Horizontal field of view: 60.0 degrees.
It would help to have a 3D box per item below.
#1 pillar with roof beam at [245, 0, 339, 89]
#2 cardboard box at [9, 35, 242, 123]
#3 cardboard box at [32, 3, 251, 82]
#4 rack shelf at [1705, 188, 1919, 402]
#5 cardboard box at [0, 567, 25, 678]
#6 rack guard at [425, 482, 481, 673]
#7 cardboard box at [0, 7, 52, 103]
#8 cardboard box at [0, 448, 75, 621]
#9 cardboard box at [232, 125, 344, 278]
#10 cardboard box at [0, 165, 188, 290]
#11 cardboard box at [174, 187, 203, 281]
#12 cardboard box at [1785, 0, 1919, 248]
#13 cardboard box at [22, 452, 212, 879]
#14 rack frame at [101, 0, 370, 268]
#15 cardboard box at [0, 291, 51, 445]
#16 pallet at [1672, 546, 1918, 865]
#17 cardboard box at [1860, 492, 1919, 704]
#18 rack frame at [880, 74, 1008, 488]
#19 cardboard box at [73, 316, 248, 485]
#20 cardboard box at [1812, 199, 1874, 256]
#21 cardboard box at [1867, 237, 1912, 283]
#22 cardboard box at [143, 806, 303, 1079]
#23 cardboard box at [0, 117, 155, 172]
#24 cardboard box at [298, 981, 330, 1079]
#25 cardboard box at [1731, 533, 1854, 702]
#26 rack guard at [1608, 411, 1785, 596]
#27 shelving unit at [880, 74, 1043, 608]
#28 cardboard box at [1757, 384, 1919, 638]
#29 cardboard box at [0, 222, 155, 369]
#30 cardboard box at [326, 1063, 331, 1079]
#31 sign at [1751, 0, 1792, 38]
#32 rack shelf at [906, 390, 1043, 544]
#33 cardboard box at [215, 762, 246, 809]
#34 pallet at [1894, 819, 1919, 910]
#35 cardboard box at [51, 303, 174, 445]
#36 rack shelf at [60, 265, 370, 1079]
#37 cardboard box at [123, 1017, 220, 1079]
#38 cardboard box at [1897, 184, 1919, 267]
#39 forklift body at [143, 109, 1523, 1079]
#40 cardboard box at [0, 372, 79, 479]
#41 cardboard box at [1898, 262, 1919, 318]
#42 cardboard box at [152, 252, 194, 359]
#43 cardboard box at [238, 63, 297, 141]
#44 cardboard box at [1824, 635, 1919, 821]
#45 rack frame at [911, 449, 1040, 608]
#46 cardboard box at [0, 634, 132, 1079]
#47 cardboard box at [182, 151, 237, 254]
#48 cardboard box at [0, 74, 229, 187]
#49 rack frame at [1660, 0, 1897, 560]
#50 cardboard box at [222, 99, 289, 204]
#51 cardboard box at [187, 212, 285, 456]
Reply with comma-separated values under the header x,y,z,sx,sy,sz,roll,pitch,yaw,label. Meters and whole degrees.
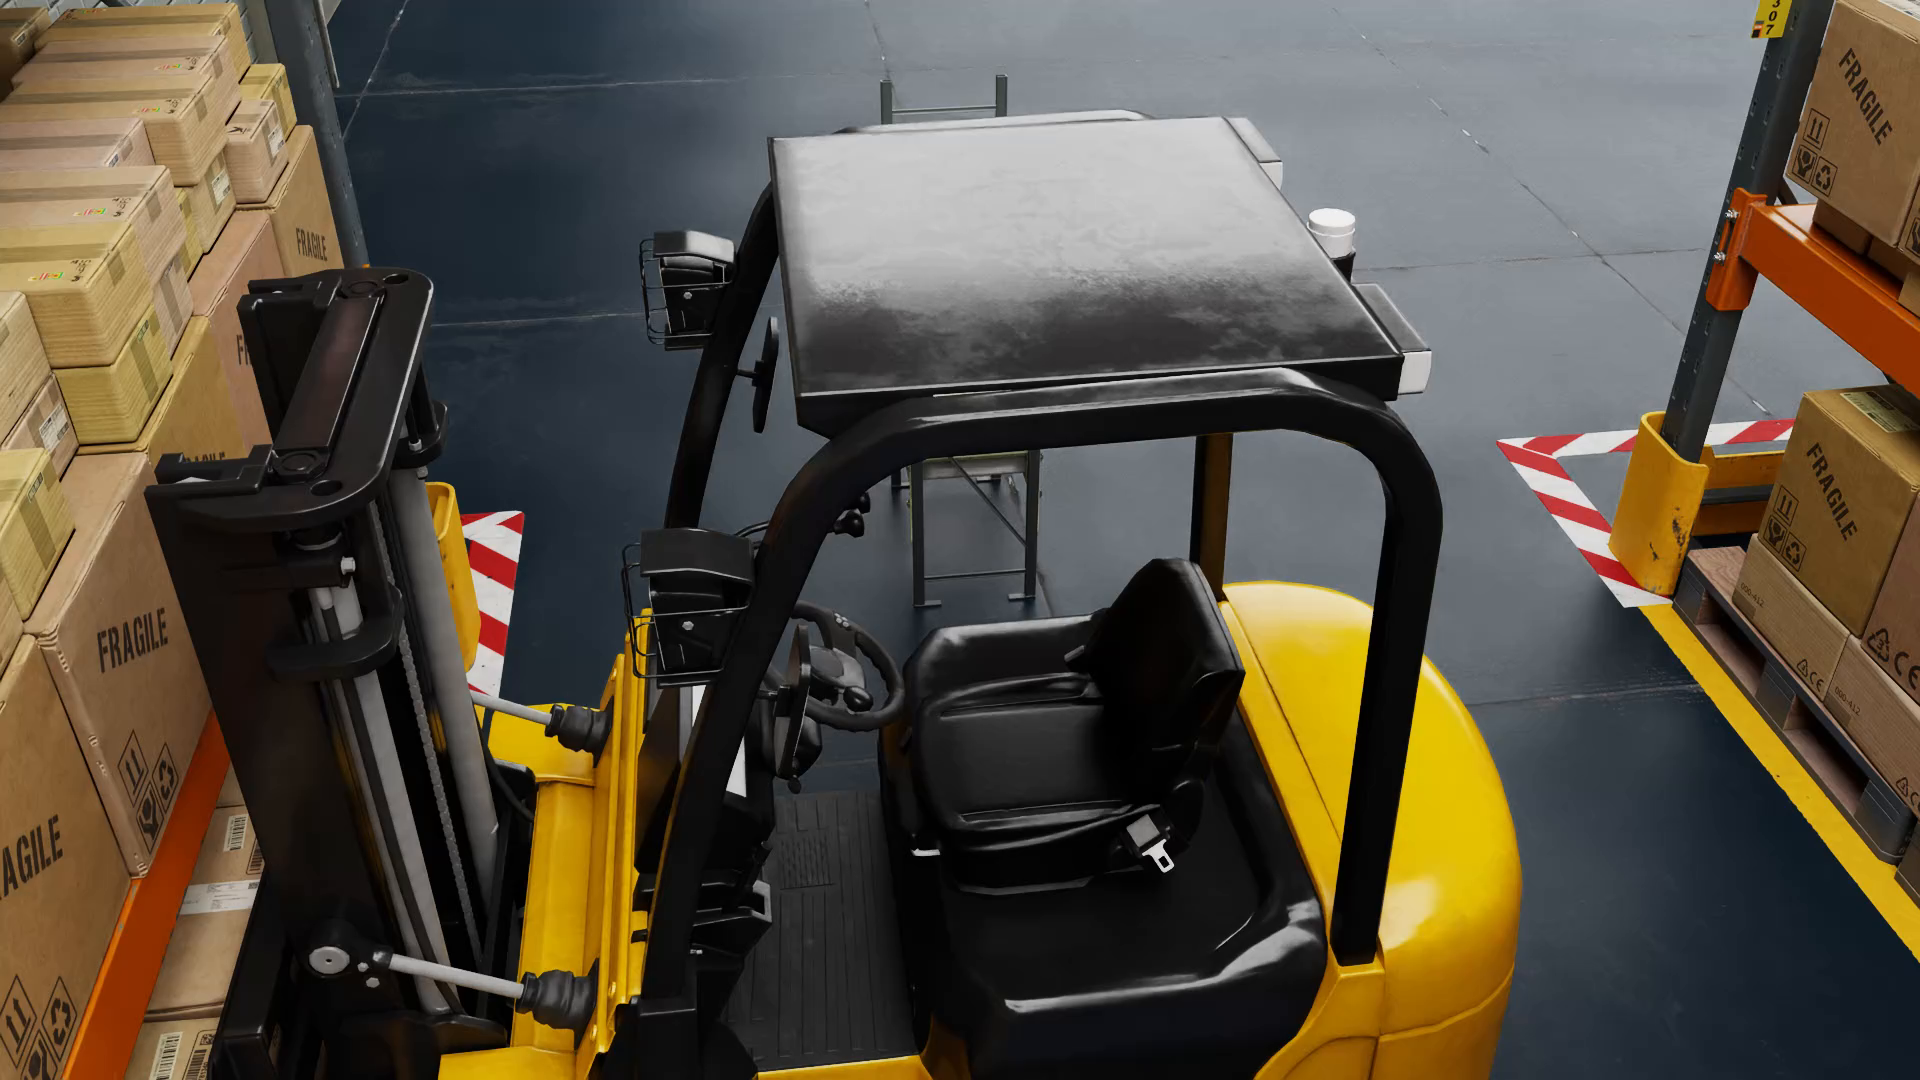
x,y,z,sx,sy,sz,roll,pitch,yaw,label
0.553,-6.552,7.374,9.100,9.000,0.400,-4,35,-6,pillar with roof beam
-1.785,-0.969,3.579,0.380,0.149,0.250,-4,35,-6,cardboard box
-1.849,-1.104,3.778,0.380,0.149,0.250,-4,35,-6,cardboard box
3.081,0.179,3.462,1.077,0.370,4.000,-4,35,-6,rack shelf
-1.494,0.153,2.198,0.380,0.149,0.250,-5,35,-8,cardboard box
-2.109,0.164,5.066,1.175,0.500,0.348,-4,35,-6,rack guard
-2.273,-1.085,3.749,0.380,0.149,0.250,-5,35,-7,cardboard box
-1.539,0.005,2.415,0.380,0.149,0.250,-5,35,-7,cardboard box
-1.780,-0.643,3.940,0.500,0.500,0.500,-5,35,-7,cardboard box
-1.618,-0.544,2.955,0.380,0.149,0.250,-4,34,-5,cardboard box
-1.722,-0.564,3.249,0.380,0.149,0.250,-5,35,-7,cardboard box
2.601,-1.113,4.366,0.500,0.500,0.500,-5,35,-7,cardboard box
-1.571,0.213,2.685,0.500,0.500,0.500,-4,34,-6,cardboard box
-2.106,-0.856,4.342,1.000,3.000,0.127,-4,35,-6,rack frame
-1.637,-0.249,2.523,0.380,0.149,0.250,-4,34,-6,cardboard box
2.896,0.417,4.951,1.003,0.211,1.213,-4,35,-6,pallet
2.725,0.195,4.204,0.500,0.500,0.500,-6,35,-8,cardboard box
-0.050,-0.828,5.633,0.400,1.500,0.023,-4,35,-6,rack frame
-1.650,-0.066,3.095,0.500,0.500,0.500,-5,35,-7,cardboard box
2.653,-0.925,4.667,0.380,0.149,0.250,-4,35,-6,cardboard box
2.701,-0.785,4.461,0.380,0.149,0.250,-4,34,-6,cardboard box
-1.522,0.776,3.129,0.500,0.250,0.500,-5,35,-7,cardboard box
-1.763,-0.681,3.156,0.380,0.149,0.250,-4,34,-6,cardboard box
-1.520,0.995,3.251,0.500,0.250,0.500,-4,35,-7,cardboard box
2.646,0.200,4.862,0.500,0.250,0.500,-5,35,-7,cardboard box
2.822,-0.159,5.539,1.175,0.500,0.348,-4,35,-6,rack guard
-0.001,-0.623,5.333,0.431,1.500,0.755,-4,35,-6,shelving unit
2.650,-0.097,4.631,0.500,0.500,0.500,-5,35,-8,cardboard box
-1.578,-0.400,2.744,0.380,0.149,0.250,-4,34,-5,cardboard box
-1.522,1.191,3.407,0.500,0.250,0.500,-3,34,-5,cardboard box
2.274,-1.551,4.593,0.100,0.325,0.005,-4,35,-6,sign
-0.001,-0.354,5.517,0.431,0.370,0.720,-4,35,-6,rack shelf
-1.583,0.492,3.545,0.500,0.250,0.500,-4,34,-6,cardboard box
3.057,1.096,3.954,1.003,0.211,1.213,-4,35,-6,pallet
-1.585,-0.279,2.831,0.380,0.149,0.250,-4,34,-6,cardboard box
-1.837,0.557,2.907,1.077,0.370,4.000,-4,35,-6,rack shelf
-1.459,1.069,2.698,0.500,0.250,0.500,-3,34,-5,cardboard box
2.674,-0.824,3.943,0.500,0.500,0.500,-3,34,-5,cardboard box
-0.043,0.415,3.231,2.313,2.155,1.214,-4,35,-6,forklift body
-1.641,-0.133,2.617,0.380,0.149,0.250,-5,35,-7,cardboard box
2.656,-0.631,4.235,0.380,0.149,0.250,-5,35,-8,cardboard box
-1.639,-0.419,3.036,0.380,0.149,0.250,-5,35,-8,cardboard box
-1.782,-0.993,3.879,0.380,0.149,0.250,-4,34,-6,cardboard box
2.708,0.485,4.443,0.500,0.250,0.500,-3,34,-5,cardboard box
0.048,-0.419,5.033,0.400,1.500,0.023,-4,35,-6,rack frame
-1.525,0.496,2.270,0.500,0.500,0.500,-5,35,-7,cardboard box
-1.744,-0.703,3.454,0.380,0.149,0.250,-4,34,-5,cardboard box
-1.723,-0.825,3.368,0.380,0.149,0.250,-4,34,-5,cardboard box
2.812,-1.234,4.897,1.000,3.000,0.127,-4,35,-6,rack frame
-1.718,-0.853,3.673,0.380,0.149,0.250,-4,34,-6,cardboard box
-1.719,-0.352,3.515,0.500,0.500,0.500,-3,34,-5,cardboard box
